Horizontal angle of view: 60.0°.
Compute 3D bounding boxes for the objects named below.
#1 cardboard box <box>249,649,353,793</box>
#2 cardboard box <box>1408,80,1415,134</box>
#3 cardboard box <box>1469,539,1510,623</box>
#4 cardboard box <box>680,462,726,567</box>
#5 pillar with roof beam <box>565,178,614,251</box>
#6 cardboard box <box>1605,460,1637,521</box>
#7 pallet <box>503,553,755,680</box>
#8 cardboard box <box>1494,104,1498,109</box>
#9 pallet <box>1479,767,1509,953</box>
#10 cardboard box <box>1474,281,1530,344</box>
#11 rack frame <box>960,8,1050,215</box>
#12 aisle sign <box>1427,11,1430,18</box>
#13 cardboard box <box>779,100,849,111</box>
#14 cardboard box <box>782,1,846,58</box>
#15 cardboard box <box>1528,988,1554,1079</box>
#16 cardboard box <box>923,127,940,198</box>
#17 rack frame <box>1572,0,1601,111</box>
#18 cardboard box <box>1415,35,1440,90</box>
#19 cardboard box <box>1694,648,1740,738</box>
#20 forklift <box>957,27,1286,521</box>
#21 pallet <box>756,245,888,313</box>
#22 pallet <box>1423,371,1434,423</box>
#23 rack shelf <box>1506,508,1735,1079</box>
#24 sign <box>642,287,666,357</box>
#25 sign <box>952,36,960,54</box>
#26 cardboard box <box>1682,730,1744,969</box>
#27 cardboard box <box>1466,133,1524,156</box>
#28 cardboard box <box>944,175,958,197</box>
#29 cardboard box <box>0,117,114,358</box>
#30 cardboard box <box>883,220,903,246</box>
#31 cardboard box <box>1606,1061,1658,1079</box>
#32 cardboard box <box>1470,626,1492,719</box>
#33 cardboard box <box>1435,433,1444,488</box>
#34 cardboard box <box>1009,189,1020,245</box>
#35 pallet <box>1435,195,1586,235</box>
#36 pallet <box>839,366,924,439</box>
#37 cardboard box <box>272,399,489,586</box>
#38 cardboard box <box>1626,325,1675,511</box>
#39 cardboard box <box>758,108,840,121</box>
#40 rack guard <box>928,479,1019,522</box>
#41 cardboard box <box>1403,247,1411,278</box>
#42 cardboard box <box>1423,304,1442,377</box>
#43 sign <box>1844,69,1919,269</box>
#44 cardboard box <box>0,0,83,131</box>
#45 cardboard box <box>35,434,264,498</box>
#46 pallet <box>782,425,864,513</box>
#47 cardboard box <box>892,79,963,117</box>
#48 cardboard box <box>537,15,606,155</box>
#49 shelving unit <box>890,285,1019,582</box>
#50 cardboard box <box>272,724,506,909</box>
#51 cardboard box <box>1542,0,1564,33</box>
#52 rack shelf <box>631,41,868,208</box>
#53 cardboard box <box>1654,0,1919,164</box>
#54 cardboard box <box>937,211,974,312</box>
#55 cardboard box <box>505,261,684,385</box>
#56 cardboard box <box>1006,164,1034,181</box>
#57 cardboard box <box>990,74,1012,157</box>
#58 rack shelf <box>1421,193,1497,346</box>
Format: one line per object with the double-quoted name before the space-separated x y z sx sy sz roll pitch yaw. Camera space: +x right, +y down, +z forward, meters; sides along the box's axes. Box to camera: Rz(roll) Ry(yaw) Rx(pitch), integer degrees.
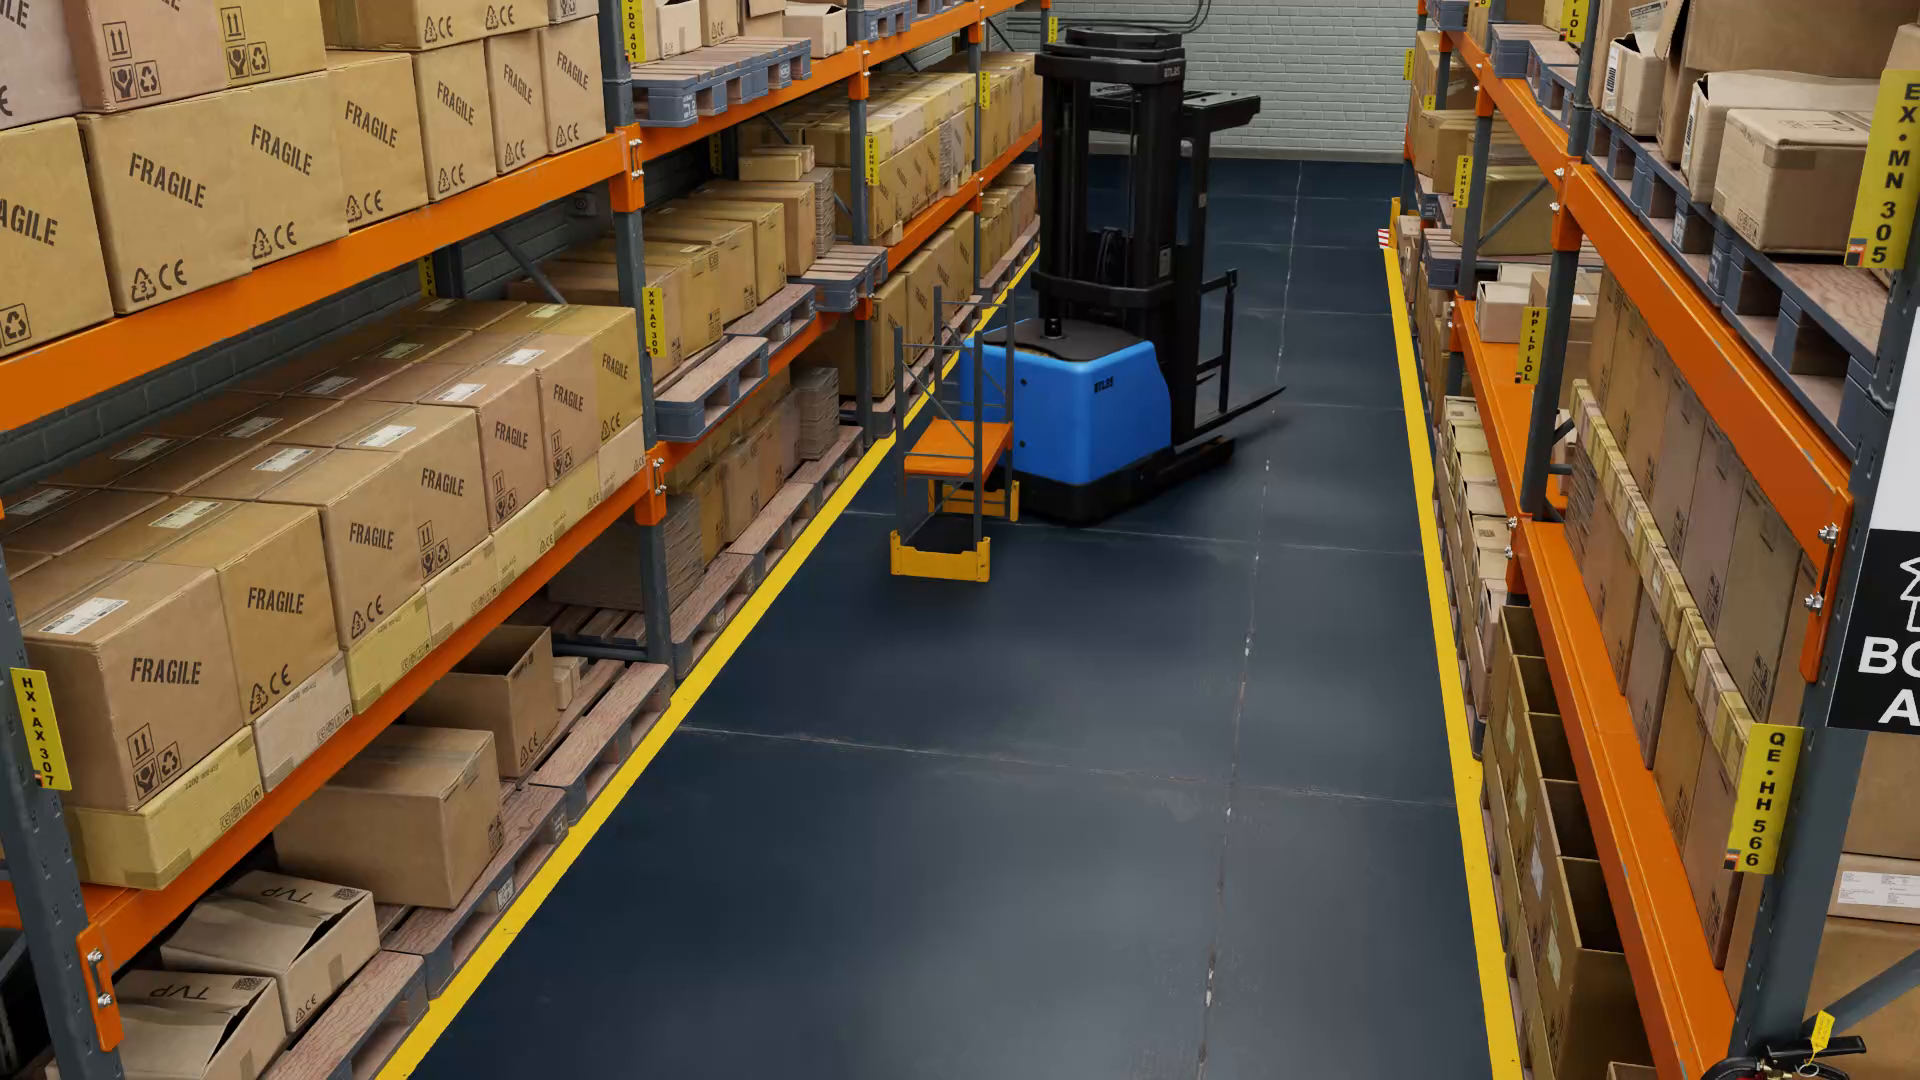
"cardboard box" -2.261 0.536 5.181 0.500 0.250 0.500 4 22 9
"cardboard box" 5.003 -4.558 17.523 0.500 0.500 0.500 5 22 12
"cardboard box" 2.805 0.194 8.224 0.500 0.311 0.500 5 22 12
"cardboard box" -1.757 -0.150 9.467 0.700 0.500 0.500 4 22 10
"pillar with roof beam" 1.971 -4.150 8.612 9.100 9.000 0.400 4 22 11
"cardboard box" 2.451 -0.156 5.722 0.380 0.149 0.250 4 22 9
"pallet" -1.790 0.367 9.160 1.003 0.211 1.213 4 22 11
"cardboard box" 4.907 -3.852 14.431 0.500 0.500 0.500 5 22 12
"pallet" 2.699 1.316 6.804 1.003 0.211 1.213 4 22 11
"cardboard box" 3.347 -1.375 9.871 0.500 0.311 0.500 4 22 10
"rack frame" 0.501 -5.030 18.829 1.000 3.000 0.127 4 22 11
"aisle sign" 5.078 -5.907 17.526 0.394 0.787 0.004 4 22 11
"cardboard box" -1.076 -3.208 12.742 0.500 0.250 0.500 4 22 10
"cardboard box" -1.014 -3.180 10.312 0.500 0.311 0.500 4 22 11
"cardboard box" 2.097 1.693 5.254 0.500 0.250 0.500 4 22 11
"cardboard box" -0.465 -3.020 13.277 0.500 0.500 0.500 5 22 12
"rack frame" 2.903 -3.048 5.877 1.000 3.000 0.127 4 22 11
"cardboard box" 4.903 -4.830 16.860 0.500 0.500 0.500 5 22 11
"cardboard box" 2.136 0.415 4.307 0.380 0.149 0.250 5 22 12
"forklift" 1.285 -1.961 11.299 1.130 2.935 3.031 16 27 35
"pallet" -1.172 -1.747 10.933 1.213 0.211 1.003 4 22 11
"pallet" 4.159 -1.150 12.926 1.003 0.211 1.213 4 22 11
"rack shelf" 2.495 0.800 5.316 1.077 0.370 4.000 4 22 11
"sign" -1.415 -1.005 7.674 0.100 0.325 0.005 4 22 11
"sign" -0.041 -5.513 18.763 0.100 0.325 0.005 4 22 11
"cardboard box" 2.297 0.789 4.246 0.700 0.500 0.500 5 22 12
"cardboard box" 4.235 -2.782 12.549 0.700 0.500 0.500 -1 22 -3
"cardboard box" -0.229 -3.029 14.168 0.380 0.149 0.250 4 22 11
"cardboard box" -2.451 -0.729 3.973 0.500 0.500 0.500 5 22 12
"cardboard box" -0.640 -2.282 12.315 0.380 0.149 0.250 5 23 13
"cardboard box" 1.905 1.711 4.204 0.500 0.500 0.500 4 22 11
"cardboard box" 2.704 0.641 7.864 0.500 0.250 0.500 4 22 10
"cardboard box" 3.325 -0.479 10.645 0.500 0.250 0.500 4 22 11
"cardboard box" 0.252 -3.435 17.651 0.700 0.500 0.500 4 22 9
"pallet" 4.111 -2.351 12.433 1.003 0.211 1.213 4 22 11
"pallet" -0.897 -1.094 12.787 1.003 0.211 1.213 4 22 11
"cardboard box" -2.056 -0.176 5.946 0.500 0.500 0.500 5 23 13
"cardboard box" 2.614 -0.383 5.419 0.700 0.500 0.500 4 22 11
"cardboard box" -1.183 -3.021 12.277 0.500 0.250 0.500 4 22 9
"rack guard" 0.086 -0.270 10.690 0.587 0.250 0.087 4 22 11
"cardboard box" 4.527 -2.652 15.934 0.500 0.311 0.500 4 22 11
"cardboard box" 3.887 -1.515 12.856 0.500 0.500 0.500 4 22 9
"sign" 1.558 -0.614 2.770 0.100 0.325 0.005 4 22 11
"cardboard box" -2.447 -1.212 3.834 0.500 0.500 0.500 3 22 7
"cardboard box" -2.662 -0.028 5.577 0.500 0.500 0.500 4 22 9
"pallet" -1.292 -0.525 11.376 1.003 0.211 1.213 4 22 11
"cardboard box" -0.274 -3.732 14.043 0.500 0.250 0.500 5 22 12
"cardboard box" -1.809 -1.884 6.841 0.500 0.500 0.500 5 22 12
"shelving unit" -0.016 -0.668 10.004 0.587 1.500 1.083 4 22 11
"cardboard box" -2.219 1.057 6.470 0.700 0.500 0.500 3 22 8
"cardboard box" 3.681 -3.075 9.596 0.500 0.250 0.500 3 22 7
"rack shelf" -1.539 -2.431 9.322 1.077 0.370 4.000 4 22 11
"cardboard box" 2.443 -1.372 4.842 0.797 0.503 0.637 7 23 17
"cardboard box" -0.320 -2.518 14.905 0.750 0.750 0.750 5 22 12
"cardboard box" -1.810 -1.076 8.287 0.700 0.500 0.500 5 22 11
"cardboard box" 0.608 -4.042 18.290 0.380 0.149 0.250 4 22 10
"cardboard box" -0.034 -4.170 16.292 0.980 0.700 0.700 4 22 10
"rack shelf" 4.127 -2.126 12.580 1.077 0.370 4.000 4 22 11
